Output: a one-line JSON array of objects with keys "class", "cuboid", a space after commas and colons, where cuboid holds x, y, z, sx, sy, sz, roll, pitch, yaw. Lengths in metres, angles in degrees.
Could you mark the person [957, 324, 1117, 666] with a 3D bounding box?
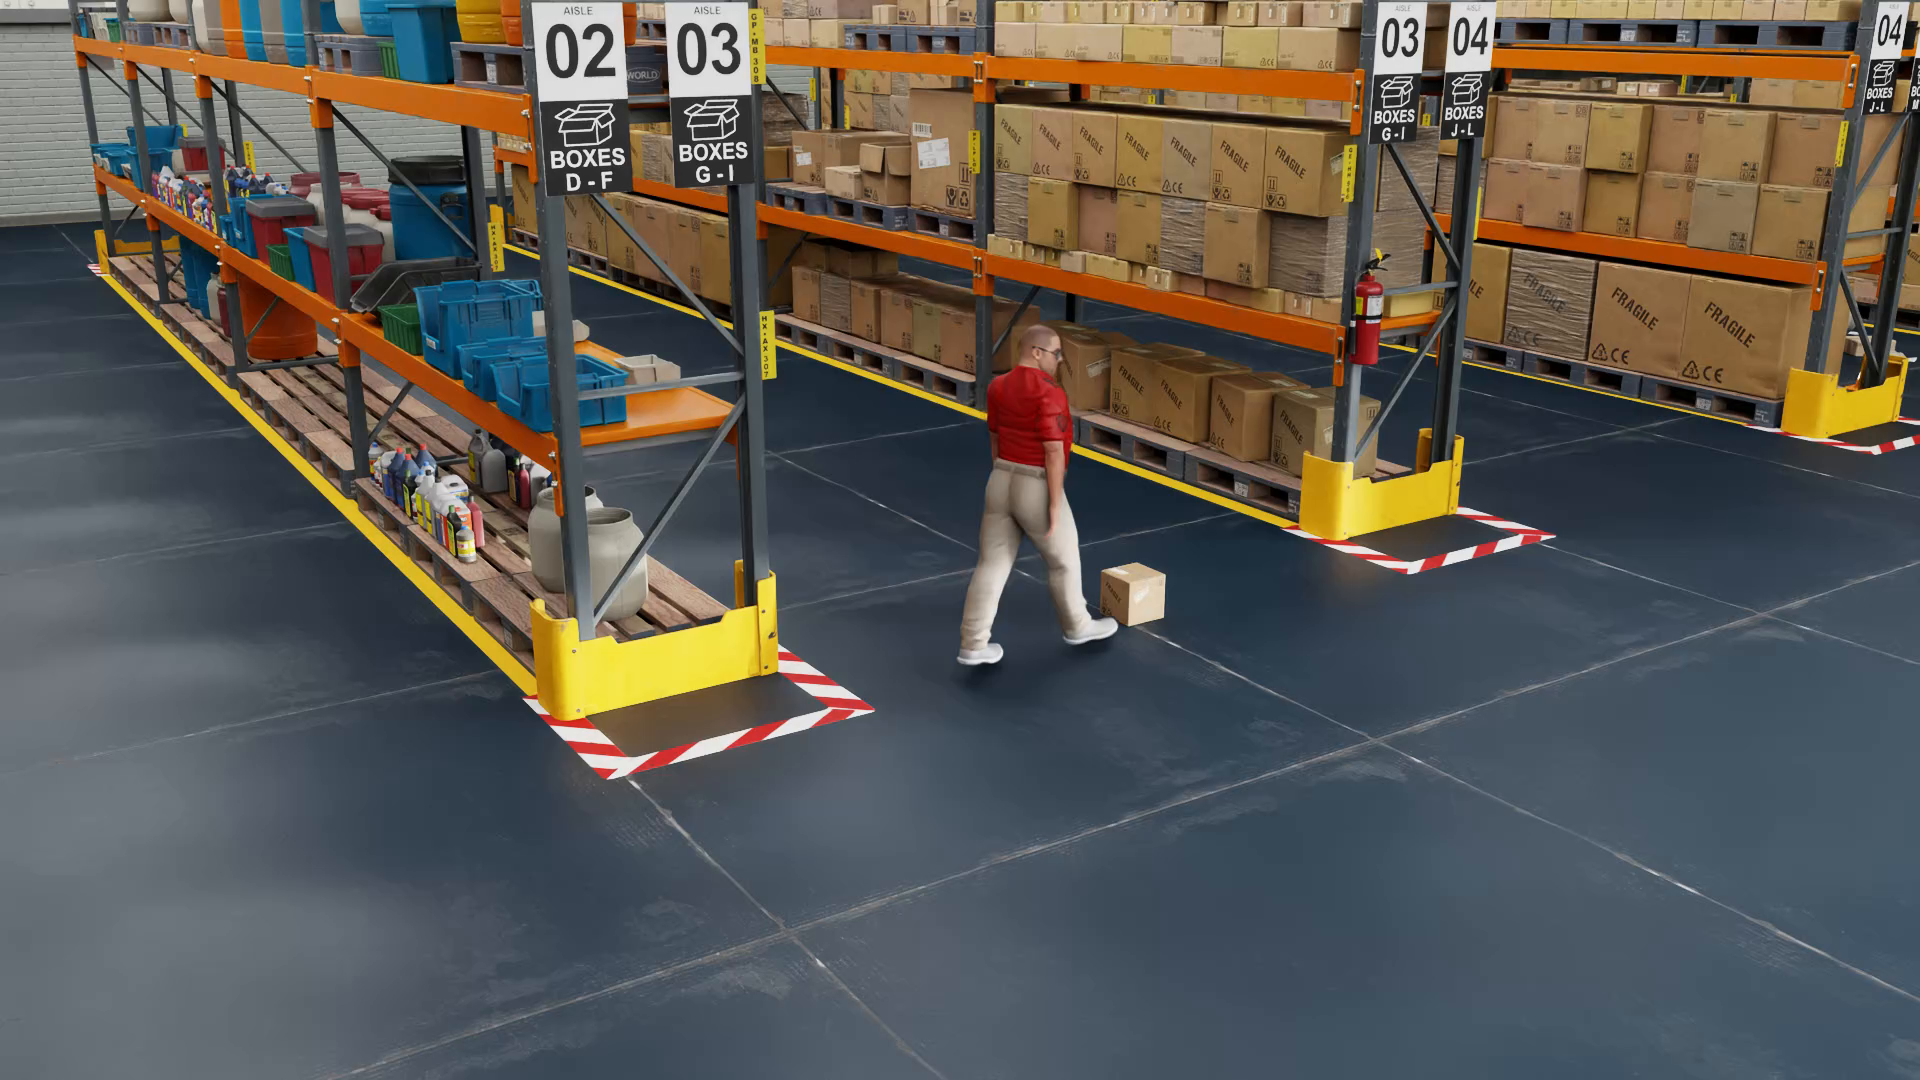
[{"class": "person", "cuboid": [0.369, -0.240, 8.288, 0.547, 1.676, 0.947, 15, 23, 38]}]
